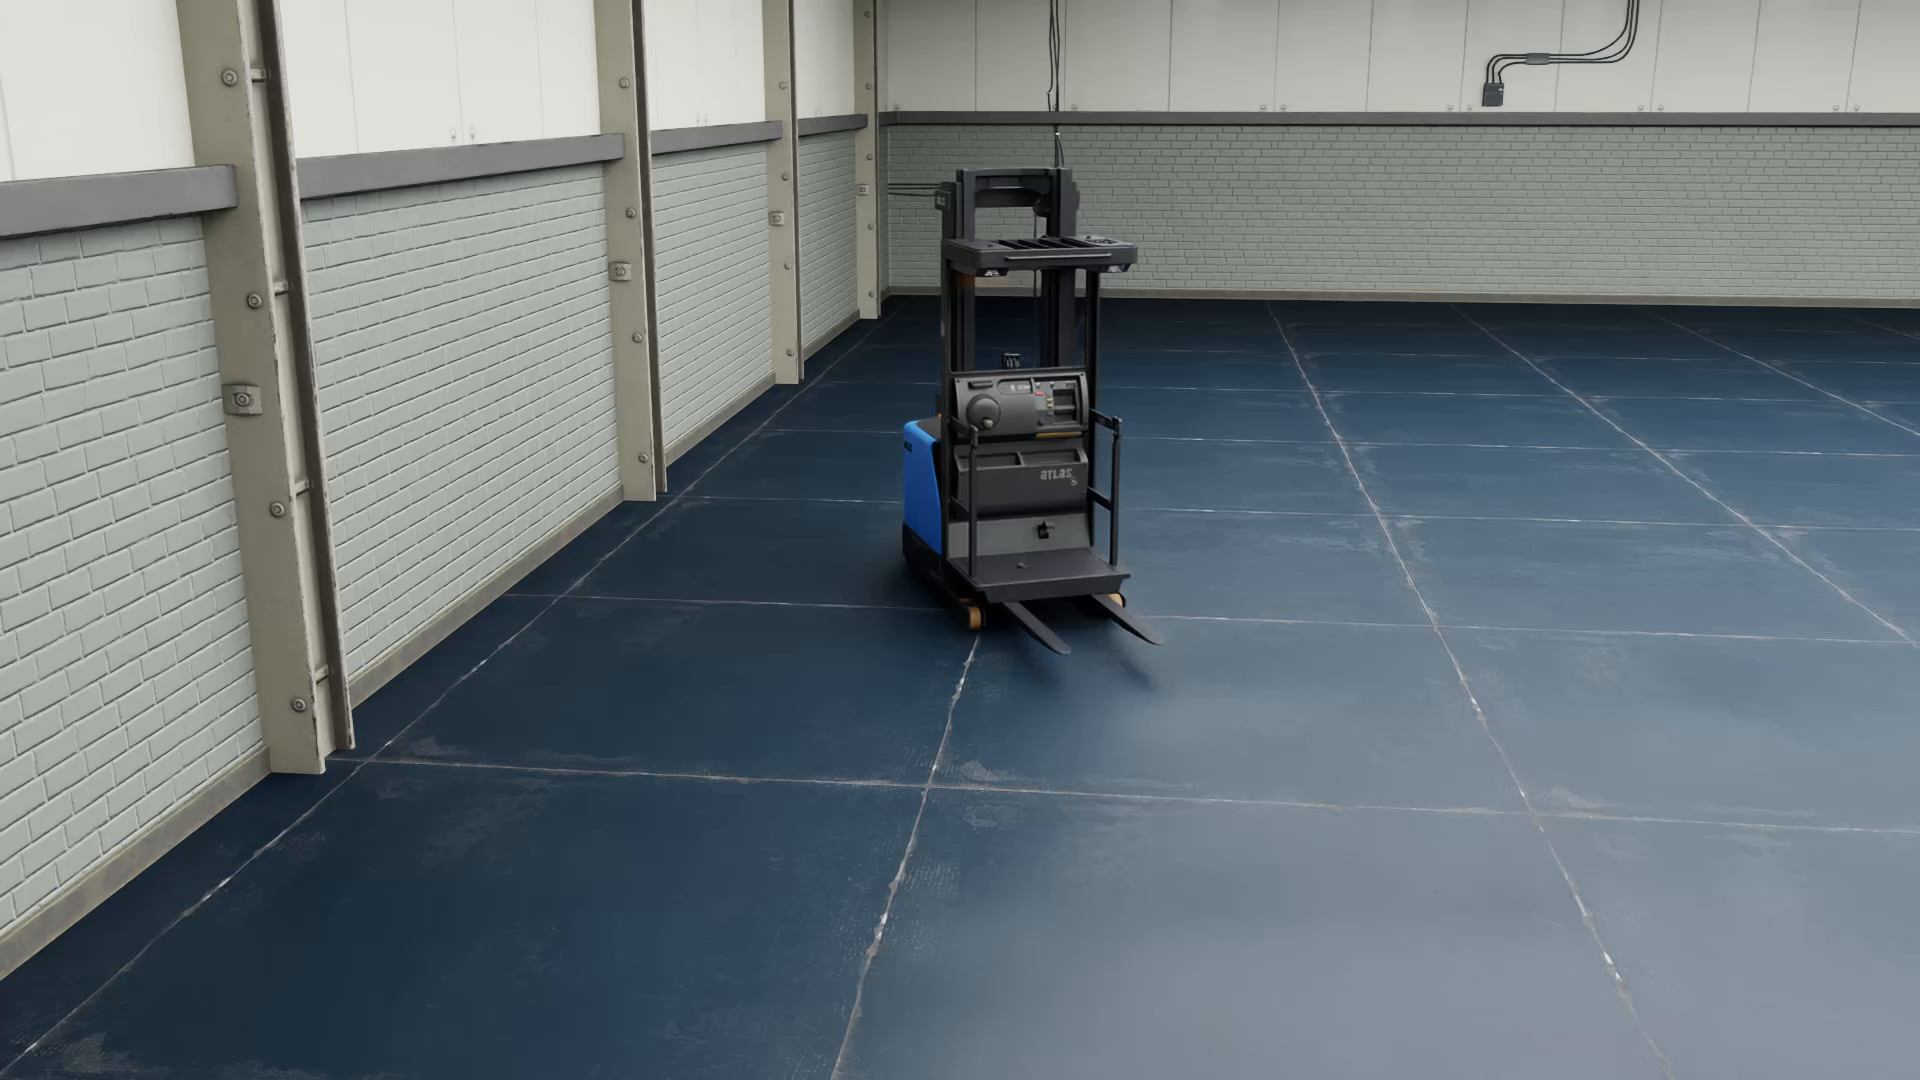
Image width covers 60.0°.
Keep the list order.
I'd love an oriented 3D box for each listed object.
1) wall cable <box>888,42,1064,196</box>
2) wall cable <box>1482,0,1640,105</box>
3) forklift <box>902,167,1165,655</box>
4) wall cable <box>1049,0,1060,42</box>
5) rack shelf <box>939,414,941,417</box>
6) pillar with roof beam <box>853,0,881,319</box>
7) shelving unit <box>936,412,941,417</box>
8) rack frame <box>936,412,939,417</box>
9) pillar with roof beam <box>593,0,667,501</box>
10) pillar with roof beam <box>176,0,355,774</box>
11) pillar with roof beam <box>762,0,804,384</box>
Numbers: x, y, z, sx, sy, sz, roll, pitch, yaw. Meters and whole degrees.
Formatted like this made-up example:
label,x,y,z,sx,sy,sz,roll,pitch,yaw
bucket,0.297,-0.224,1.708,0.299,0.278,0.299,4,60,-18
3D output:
label,x,y,z,sx,sy,sz,roll,pitch,yaw
wall cable,0.221,-7.075,28.036,3.097,2.526,0.112,2,15,6
wall cable,9.652,-9.932,26.137,2.305,6.003,0.169,2,15,6
forklift,0.479,-0.931,10.990,1.130,2.935,3.031,-4,16,-16
wall cable,2.909,-9.433,27.082,3.097,2.526,0.112,2,15,6
rack shelf,-0.036,-0.928,12.789,0.258,0.148,0.480,2,15,6
pillar with roof beam,2.852,-7.722,24.480,9.100,9.000,0.400,2,15,6
shelving unit,-0.036,-0.548,12.892,0.258,1.200,0.503,2,15,6
rack frame,-0.061,-0.485,12.657,0.240,1.200,0.015,2,15,6
pillar with roof beam,1.498,-4.610,12.970,9.100,9.000,0.400,2,15,6
pillar with roof beam,0.821,-3.053,7.215,9.100,9.000,0.400,2,15,6
pillar with roof beam,2.175,-6.166,18.725,9.100,9.000,0.400,2,15,6
